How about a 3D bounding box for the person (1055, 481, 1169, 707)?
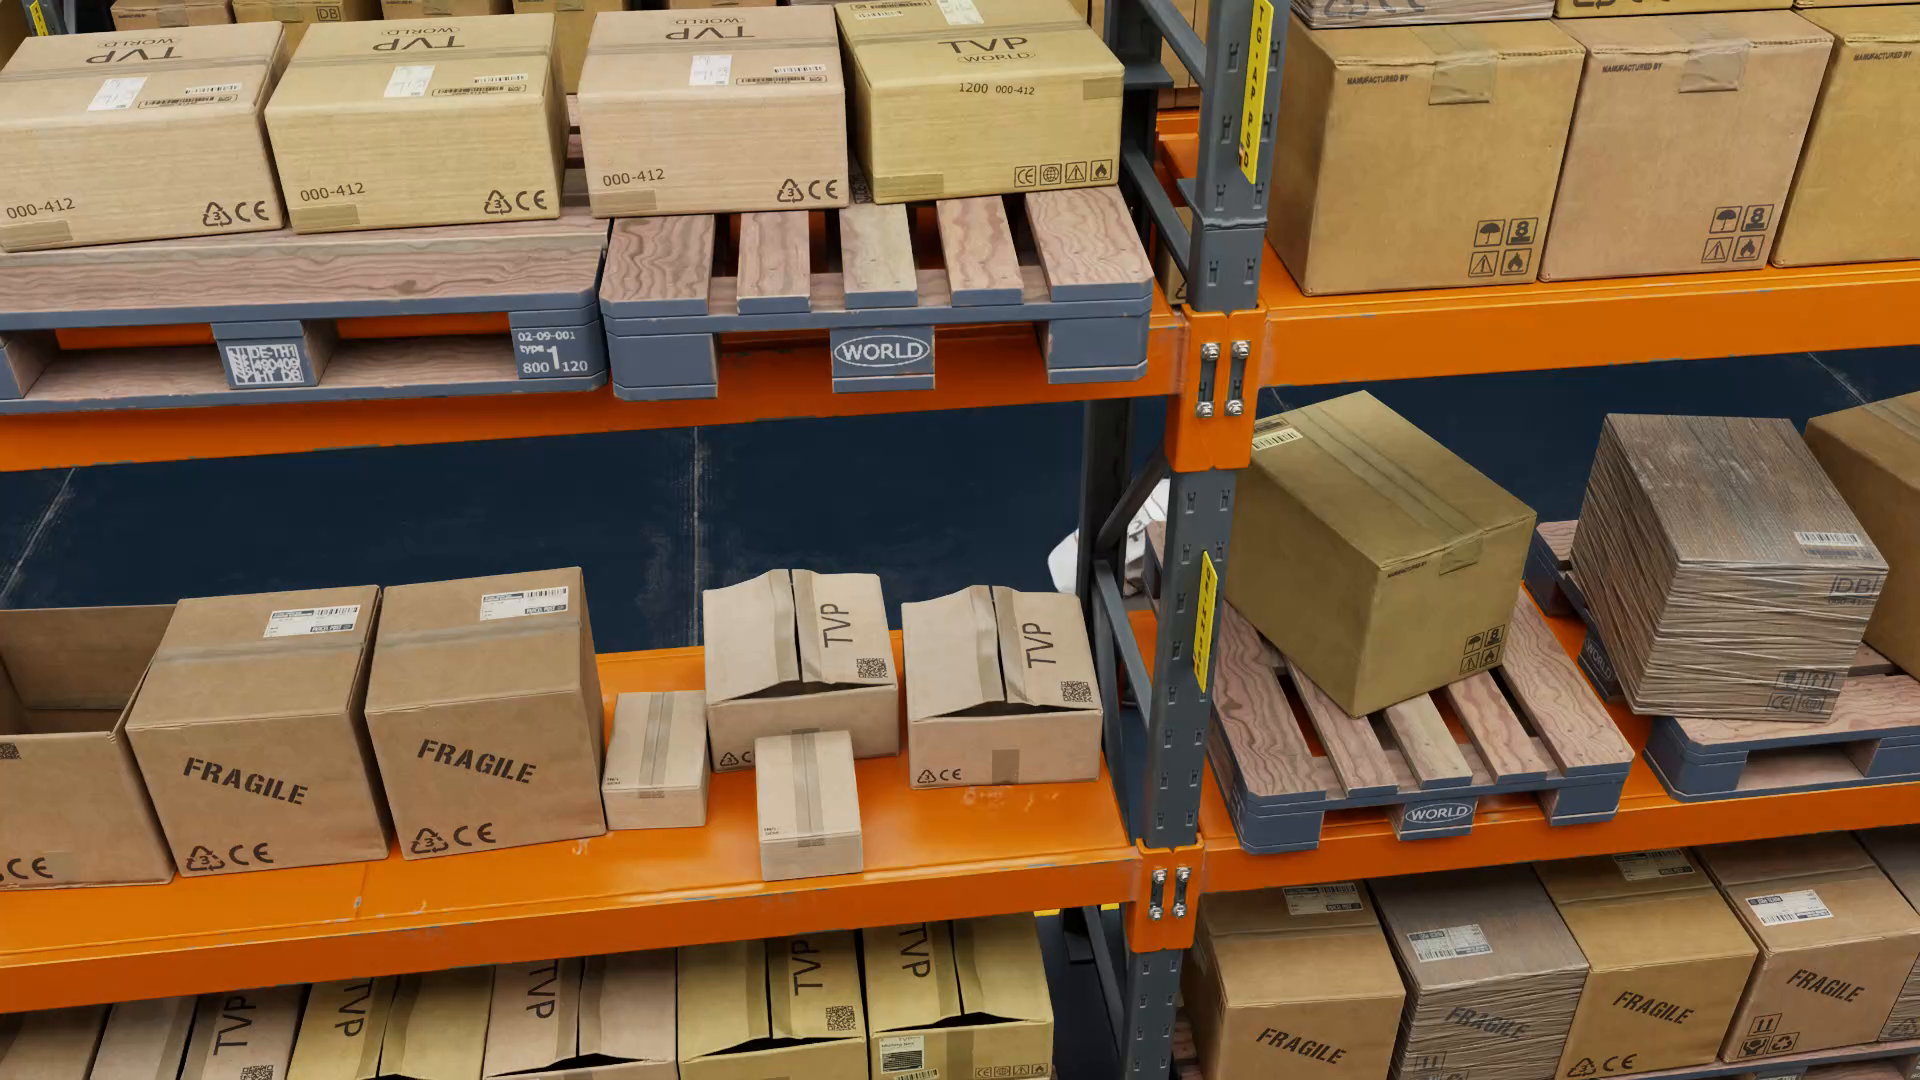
[{"bbox_3d":[0.817,0.175,6.544,0.906,0.921,0.463,-6,35,-9],"label":"person"}]
